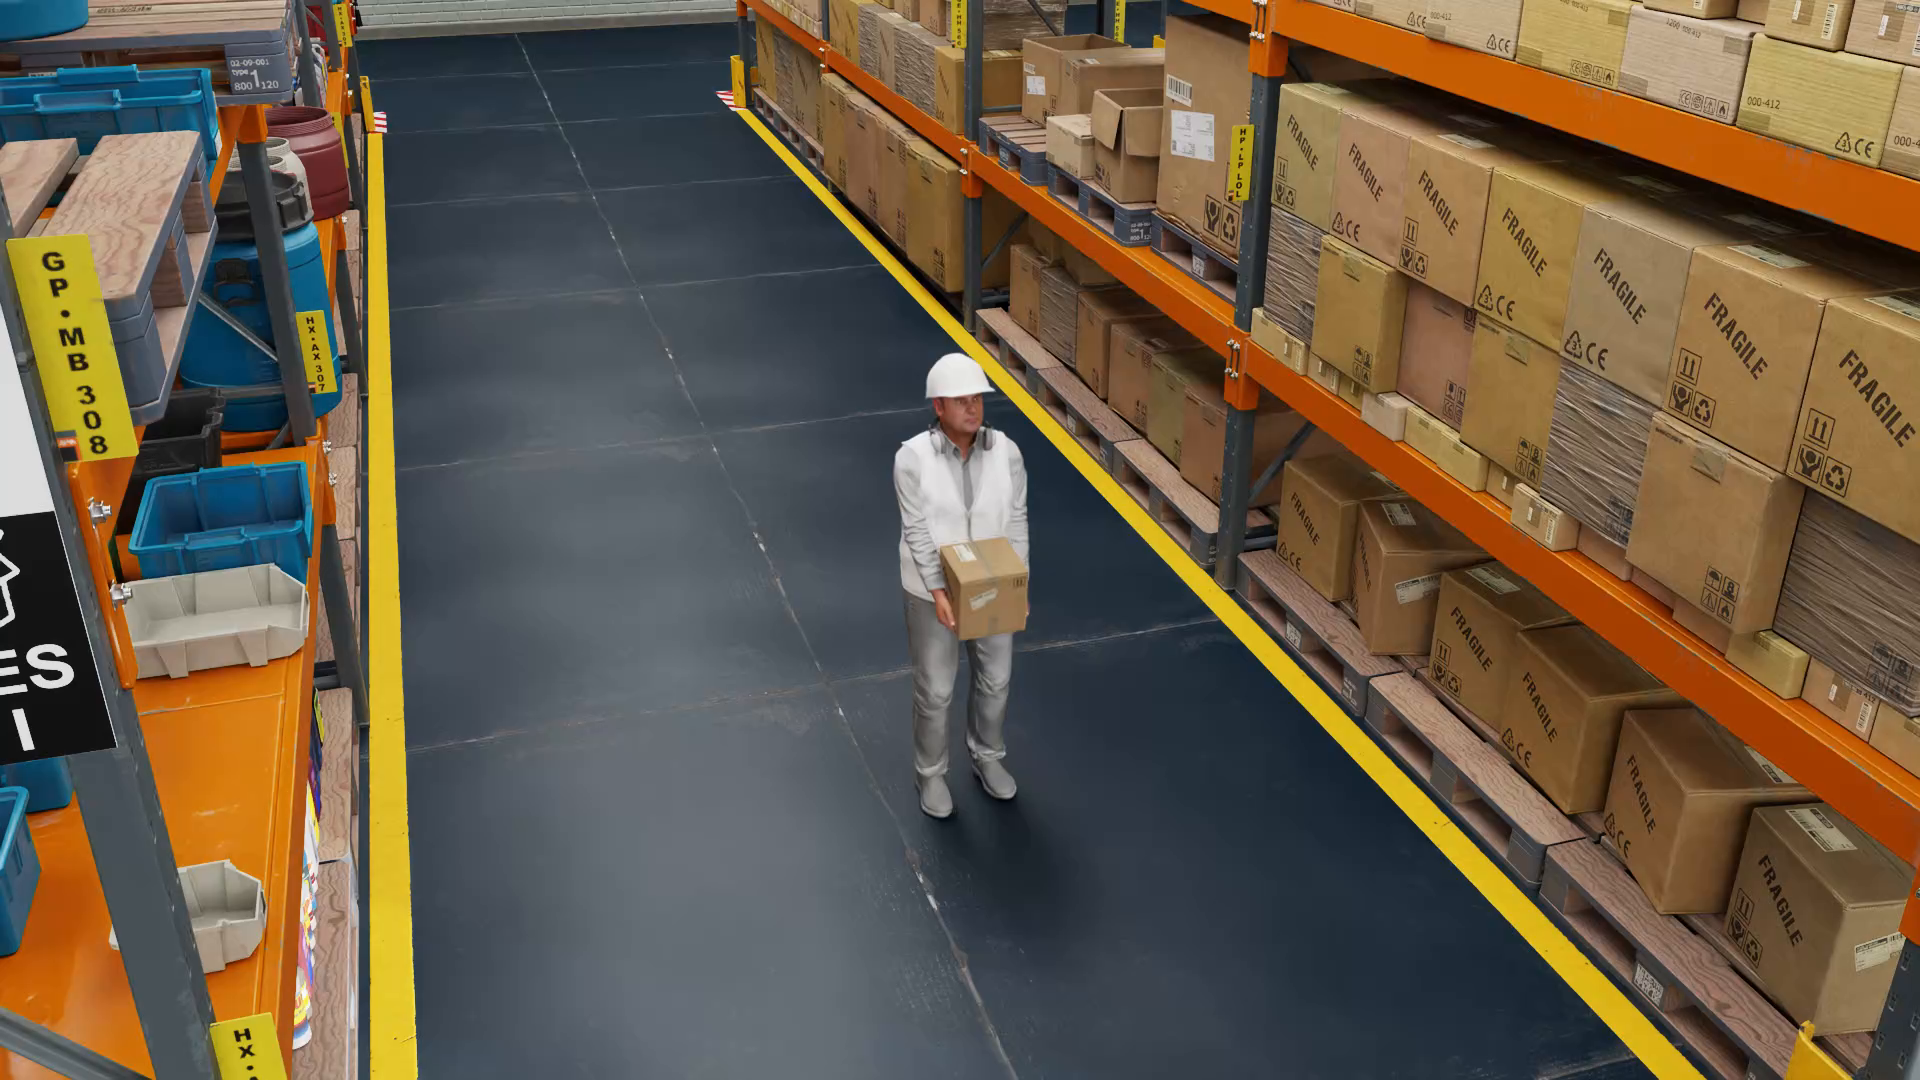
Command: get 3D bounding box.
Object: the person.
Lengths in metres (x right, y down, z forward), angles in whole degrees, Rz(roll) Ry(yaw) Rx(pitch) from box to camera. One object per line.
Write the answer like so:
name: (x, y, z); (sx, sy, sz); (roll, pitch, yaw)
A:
person: (0.034, 0.203, 6.173); (0.499, 1.770, 0.551); (-8, 27, -16)
